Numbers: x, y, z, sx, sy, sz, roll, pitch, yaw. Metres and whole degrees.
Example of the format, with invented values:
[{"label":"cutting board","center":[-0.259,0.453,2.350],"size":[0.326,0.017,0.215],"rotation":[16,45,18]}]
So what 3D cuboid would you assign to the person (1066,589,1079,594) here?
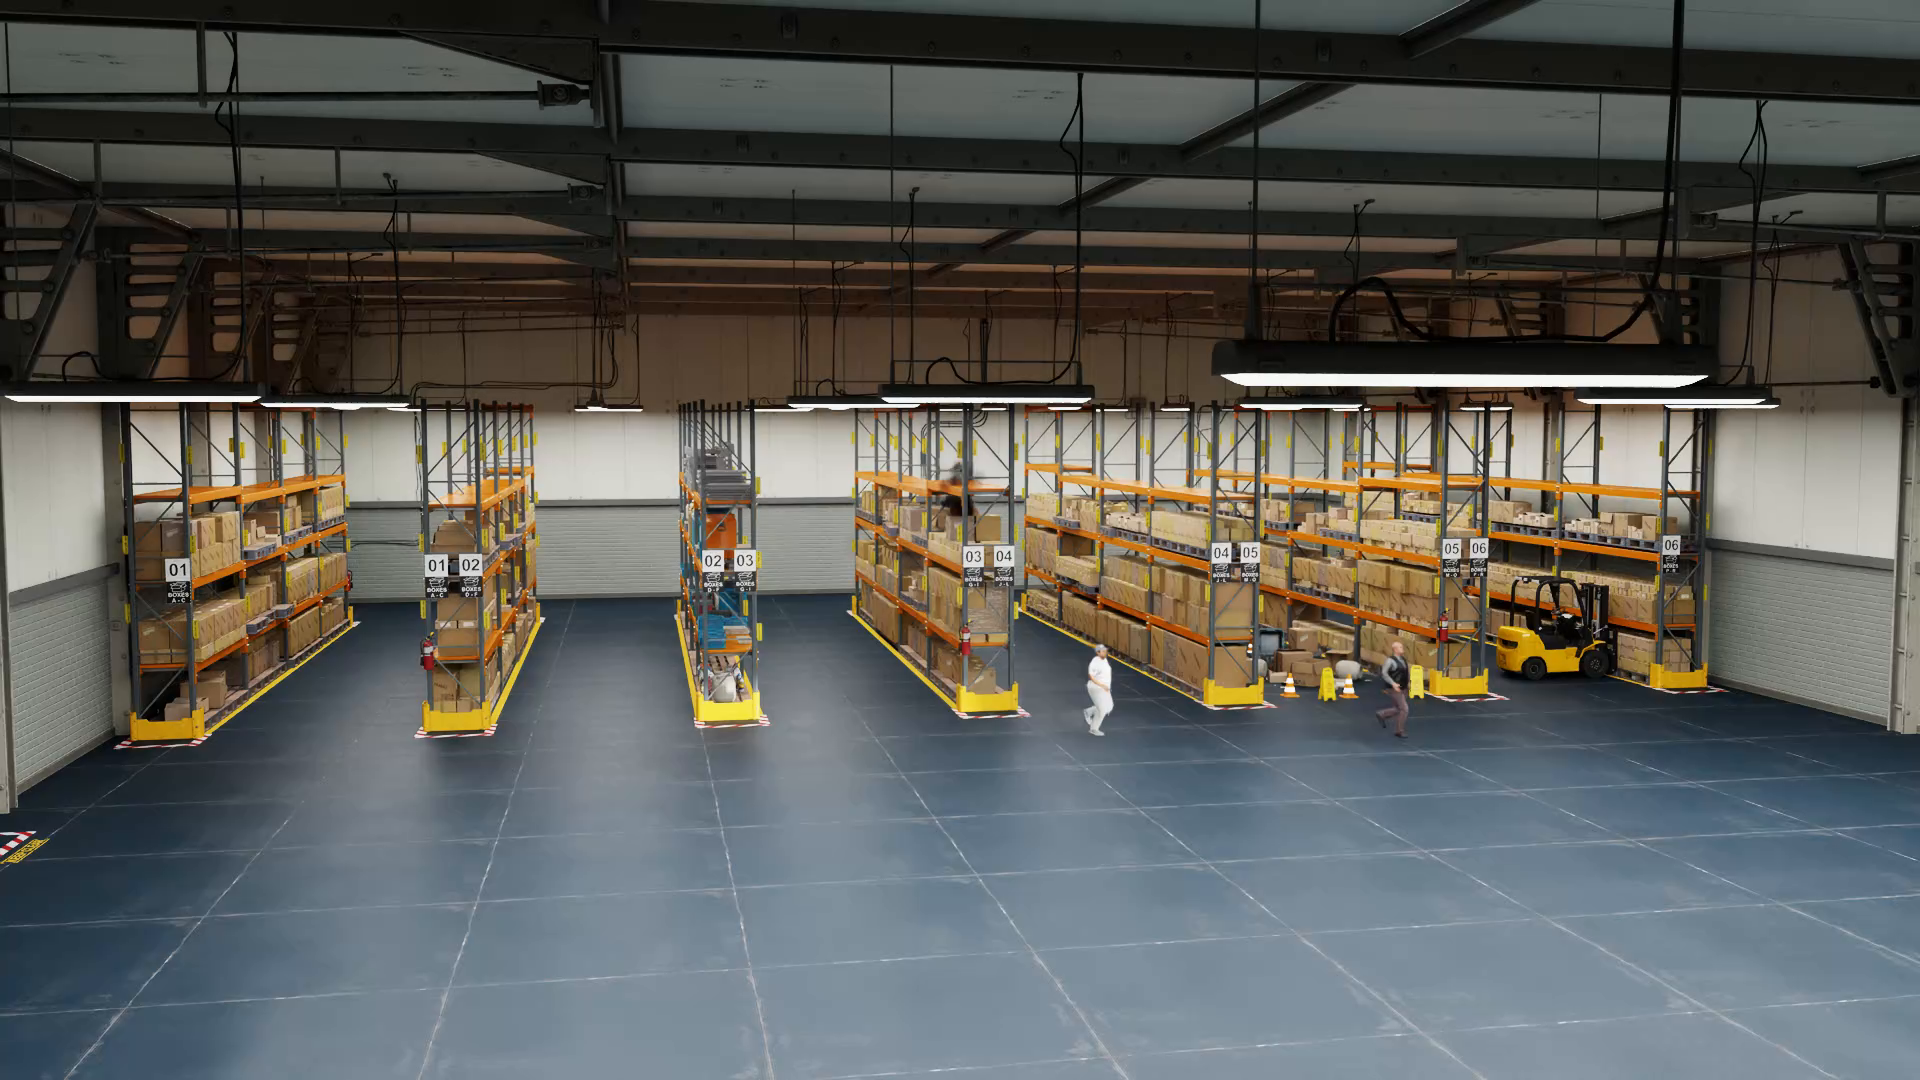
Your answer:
[{"label":"person","center":[3.413,1.123,49.804],"size":[0.730,1.743,0.624],"rotation":[-2,5,-29]}]

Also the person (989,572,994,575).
[{"label":"person","center":[0.749,1.340,47.567],"size":[0.653,1.653,0.652],"rotation":[0,4,-2]}]

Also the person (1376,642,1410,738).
[{"label":"person","center":[7.725,2.651,29.658],"size":[0.713,1.692,0.681],"rotation":[4,6,41]}]

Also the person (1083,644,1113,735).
[{"label":"person","center":[2.472,2.673,29.827],"size":[0.620,1.637,0.622],"rotation":[3,5,32]}]
